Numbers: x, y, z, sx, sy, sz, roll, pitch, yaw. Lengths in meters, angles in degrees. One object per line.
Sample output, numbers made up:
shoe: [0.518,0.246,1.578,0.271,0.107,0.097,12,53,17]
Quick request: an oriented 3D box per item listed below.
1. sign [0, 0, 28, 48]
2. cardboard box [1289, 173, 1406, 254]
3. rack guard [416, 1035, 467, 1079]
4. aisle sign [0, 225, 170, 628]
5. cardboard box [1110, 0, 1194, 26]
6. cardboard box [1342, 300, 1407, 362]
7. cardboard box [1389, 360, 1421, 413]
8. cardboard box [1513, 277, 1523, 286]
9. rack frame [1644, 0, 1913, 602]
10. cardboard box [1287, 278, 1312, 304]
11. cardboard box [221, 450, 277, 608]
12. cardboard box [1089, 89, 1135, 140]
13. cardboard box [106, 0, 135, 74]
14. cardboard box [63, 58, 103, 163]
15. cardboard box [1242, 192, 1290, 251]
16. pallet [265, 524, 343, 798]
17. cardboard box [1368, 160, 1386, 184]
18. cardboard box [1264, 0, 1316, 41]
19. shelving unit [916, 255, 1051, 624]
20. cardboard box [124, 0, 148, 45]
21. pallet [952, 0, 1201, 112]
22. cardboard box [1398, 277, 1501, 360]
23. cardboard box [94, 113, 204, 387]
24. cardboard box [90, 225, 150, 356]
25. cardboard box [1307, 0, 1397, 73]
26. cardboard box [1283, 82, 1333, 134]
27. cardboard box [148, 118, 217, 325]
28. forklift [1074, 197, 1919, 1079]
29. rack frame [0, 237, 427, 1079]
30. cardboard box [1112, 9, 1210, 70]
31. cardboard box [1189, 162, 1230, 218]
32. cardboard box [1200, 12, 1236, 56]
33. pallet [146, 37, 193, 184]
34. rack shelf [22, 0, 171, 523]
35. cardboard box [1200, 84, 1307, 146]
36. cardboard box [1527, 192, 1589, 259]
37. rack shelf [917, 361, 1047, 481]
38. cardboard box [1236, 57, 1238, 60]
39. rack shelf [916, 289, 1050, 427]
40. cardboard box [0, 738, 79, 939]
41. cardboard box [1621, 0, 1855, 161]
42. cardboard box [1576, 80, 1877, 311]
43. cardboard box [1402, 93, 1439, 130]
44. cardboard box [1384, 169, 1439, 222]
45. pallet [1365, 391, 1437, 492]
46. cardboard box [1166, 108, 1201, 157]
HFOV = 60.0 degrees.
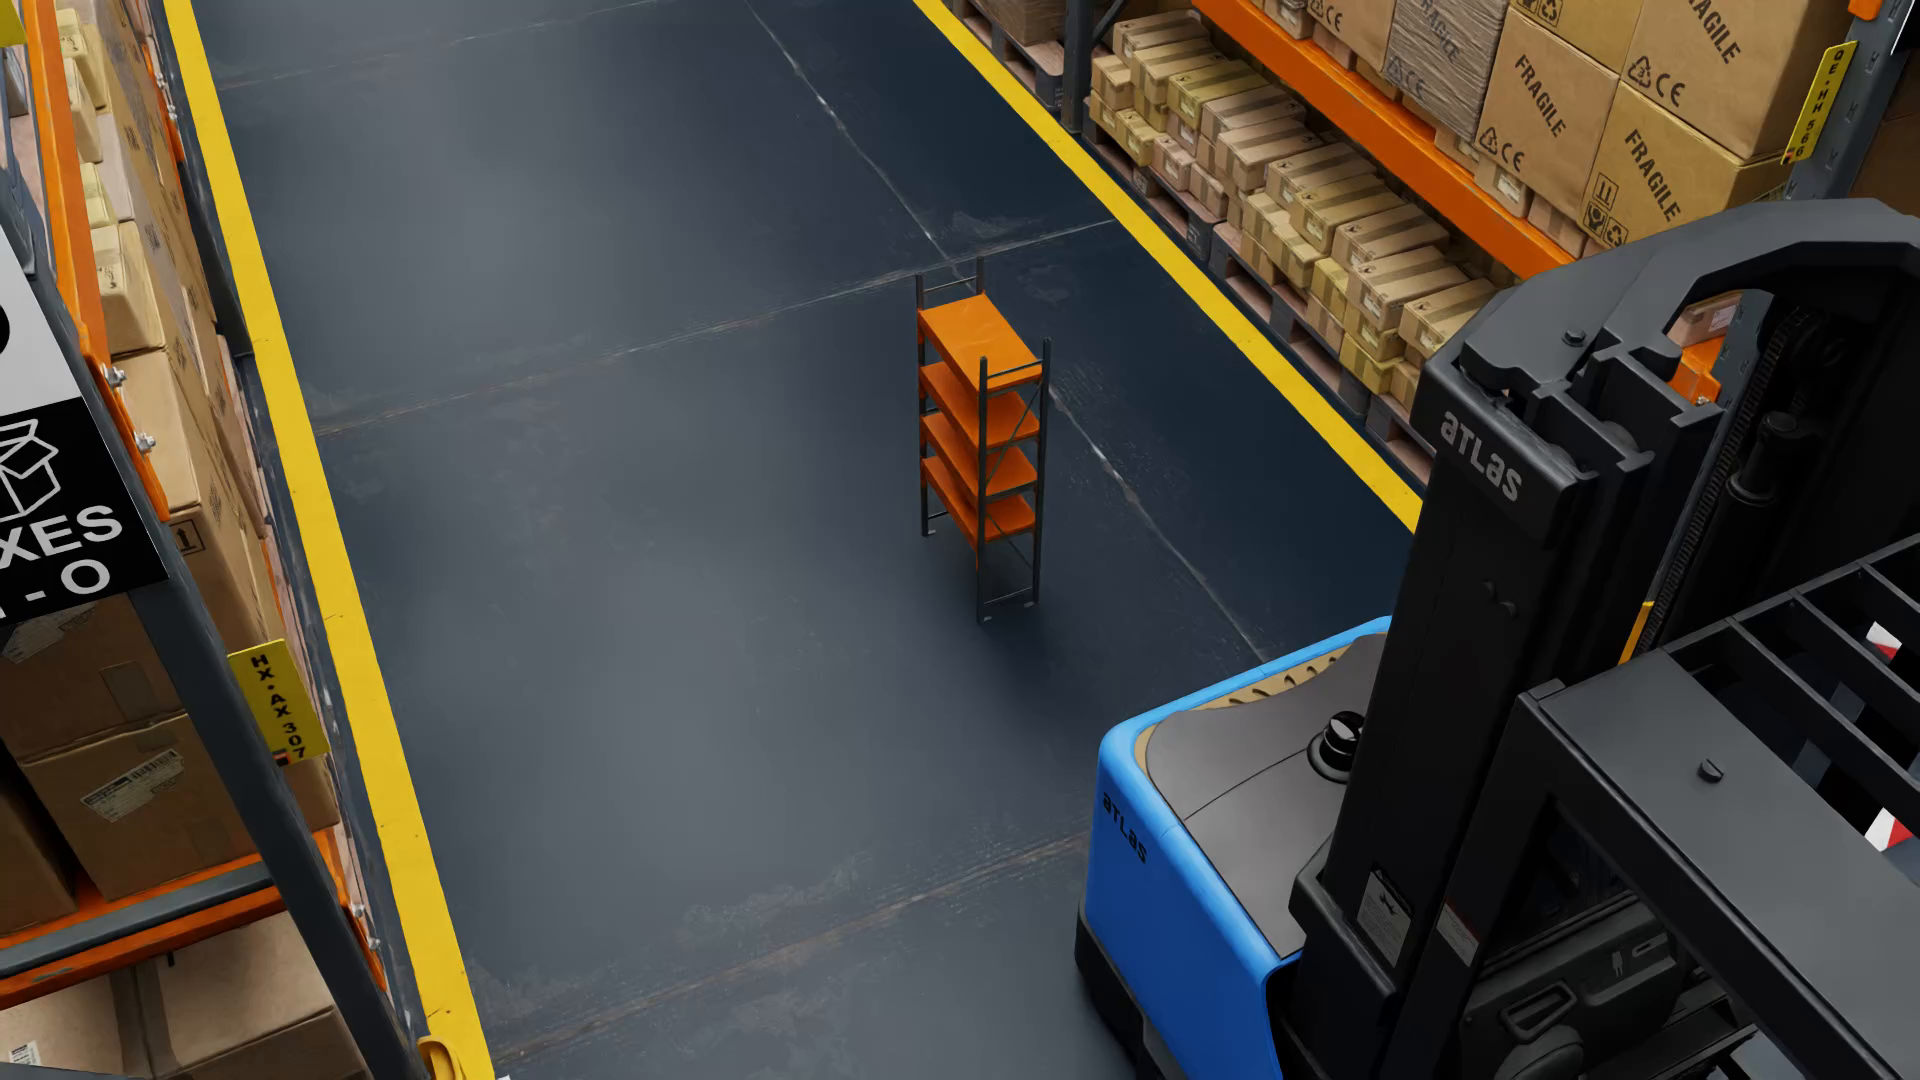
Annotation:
sign: [-1.277,-0.760,2.071,0.100,0.325,0.005,-18,47,-17]
cardboard box: [1.575,-1.331,6.770,0.380,0.149,0.250,-18,47,-17]
rack guard: [-1.773,1.712,4.159,1.175,0.500,0.348,-18,47,-17]
aisle sign: [-1.490,-0.158,2.424,0.394,0.787,0.004,-18,47,-17]
cardboard box: [0.914,-3.077,8.714,0.500,0.500,0.500,-16,47,-16]
cardboard box: [1.735,-0.869,6.514,0.380,0.149,0.250,-17,47,-17]
cardboard box: [1.906,-0.609,6.463,0.380,0.149,0.250,-18,47,-17]
cardboard box: [2.359,-0.972,6.407,0.380,0.149,0.250,-20,48,-19]
rack frame: [2.666,-0.719,4.843,1.000,3.000,0.127,-18,47,-17]
cardboard box: [1.608,-1.117,6.977,0.380,0.149,0.250,-17,47,-16]
cardboard box: [-1.962,0.066,3.976,0.500,0.500,0.500,-19,48,-18]
cardboard box: [0.845,-2.076,7.949,0.380,0.149,0.250,-20,48,-19]
cardboard box: [-2.810,-1.589,4.941,0.500,0.500,0.500,-19,48,-18]
cardboard box: [-2.213,-0.955,3.837,0.380,0.149,0.250,-18,47,-17]
cardboard box: [1.423,-1.369,7.021,0.380,0.149,0.250,-18,48,-18]
pallet: [-2.699,0.537,5.556,1.003,0.211,1.213,-18,47,-17]
cardboard box: [1.894,-1.546,7.200,0.380,0.149,0.250,-20,48,-19]
cardboard box: [1.404,-2.077,6.398,0.380,0.149,0.250,-16,47,-16]
shelving unit: [0.070,-0.322,5.722,0.258,1.200,0.503,-18,47,-17]
cardboard box: [-3.410,-2.047,6.296,0.500,0.250,0.500,-19,48,-18]
pallet: [0.655,-2.772,8.909,1.003,0.211,1.213,-18,47,-17]
cardboard box: [1.884,-0.817,6.249,0.380,0.149,0.250,-20,48,-19]
cardboard box: [-2.174,-0.628,3.967,0.500,0.500,0.500,-18,48,-18]
cardboard box: [-1.861,-0.469,3.345,0.380,0.149,0.250,-17,47,-16]
cardboard box: [1.609,-2.042,5.901,0.500,0.500,0.500,-16,47,-15]
cardboard box: [1.662,-1.969,7.417,0.380,0.149,0.250,-17,47,-16]
cardboard box: [-2.592,-0.915,4.971,0.500,0.500,0.500,-19,48,-18]
forklift: [1.450,0.983,3.167,1.130,2.935,3.031,-19,48,-19]
rack frame: [-1.783,0.807,3.297,1.000,3.000,0.127,-18,47,-17]
cardboard box: [0.941,-2.334,7.787,0.380,0.149,0.250,-16,47,-16]
cardboard box: [1.261,-1.617,7.483,0.380,0.149,0.250,-19,48,-18]
cardboard box: [1.370,-2.465,7.920,0.380,0.149,0.250,-17,47,-16]
pallet: [-4.375,-1.998,8.124,1.003,0.211,1.213,-18,47,-17]
rack shelf: [-2.624,-1.279,3.787,1.077,0.370,4.000,-18,47,-17]
cardboard box: [1.284,-1.835,7.281,0.380,0.149,0.250,-19,48,-18]
cardboard box: [2.082,-1.079,5.387,0.380,0.149,0.250,-18,48,-18]
rack shelf: [0.070,-0.433,5.612,0.258,0.148,0.480,-18,47,-17]
cardboard box: [1.530,-2.233,7.897,0.380,0.149,0.250,-20,48,-19]
rack shelf: [0.070,-0.601,5.446,0.258,0.148,0.480,-18,47,-17]
cardboard box: [-2.226,0.542,3.494,0.500,0.500,0.500,-18,47,-17]
cardboard box: [2.248,-1.435,4.574,0.500,0.500,0.500,-19,48,-18]
cardboard box: [2.243,-1.071,4.917,0.500,0.500,0.500,-17,47,-17]
cardboard box: [1.810,-1.601,5.916,0.380,0.149,0.250,-20,48,-19]
cardboard box: [1.990,-1.465,6.906,0.380,0.149,0.250,-18,47,-17]
pallet: [2.324,-0.303,6.407,1.003,0.211,1.213,-18,47,-17]
cardboard box: [1.169,-1.904,7.563,0.380,0.149,0.250,-18,47,-18]
